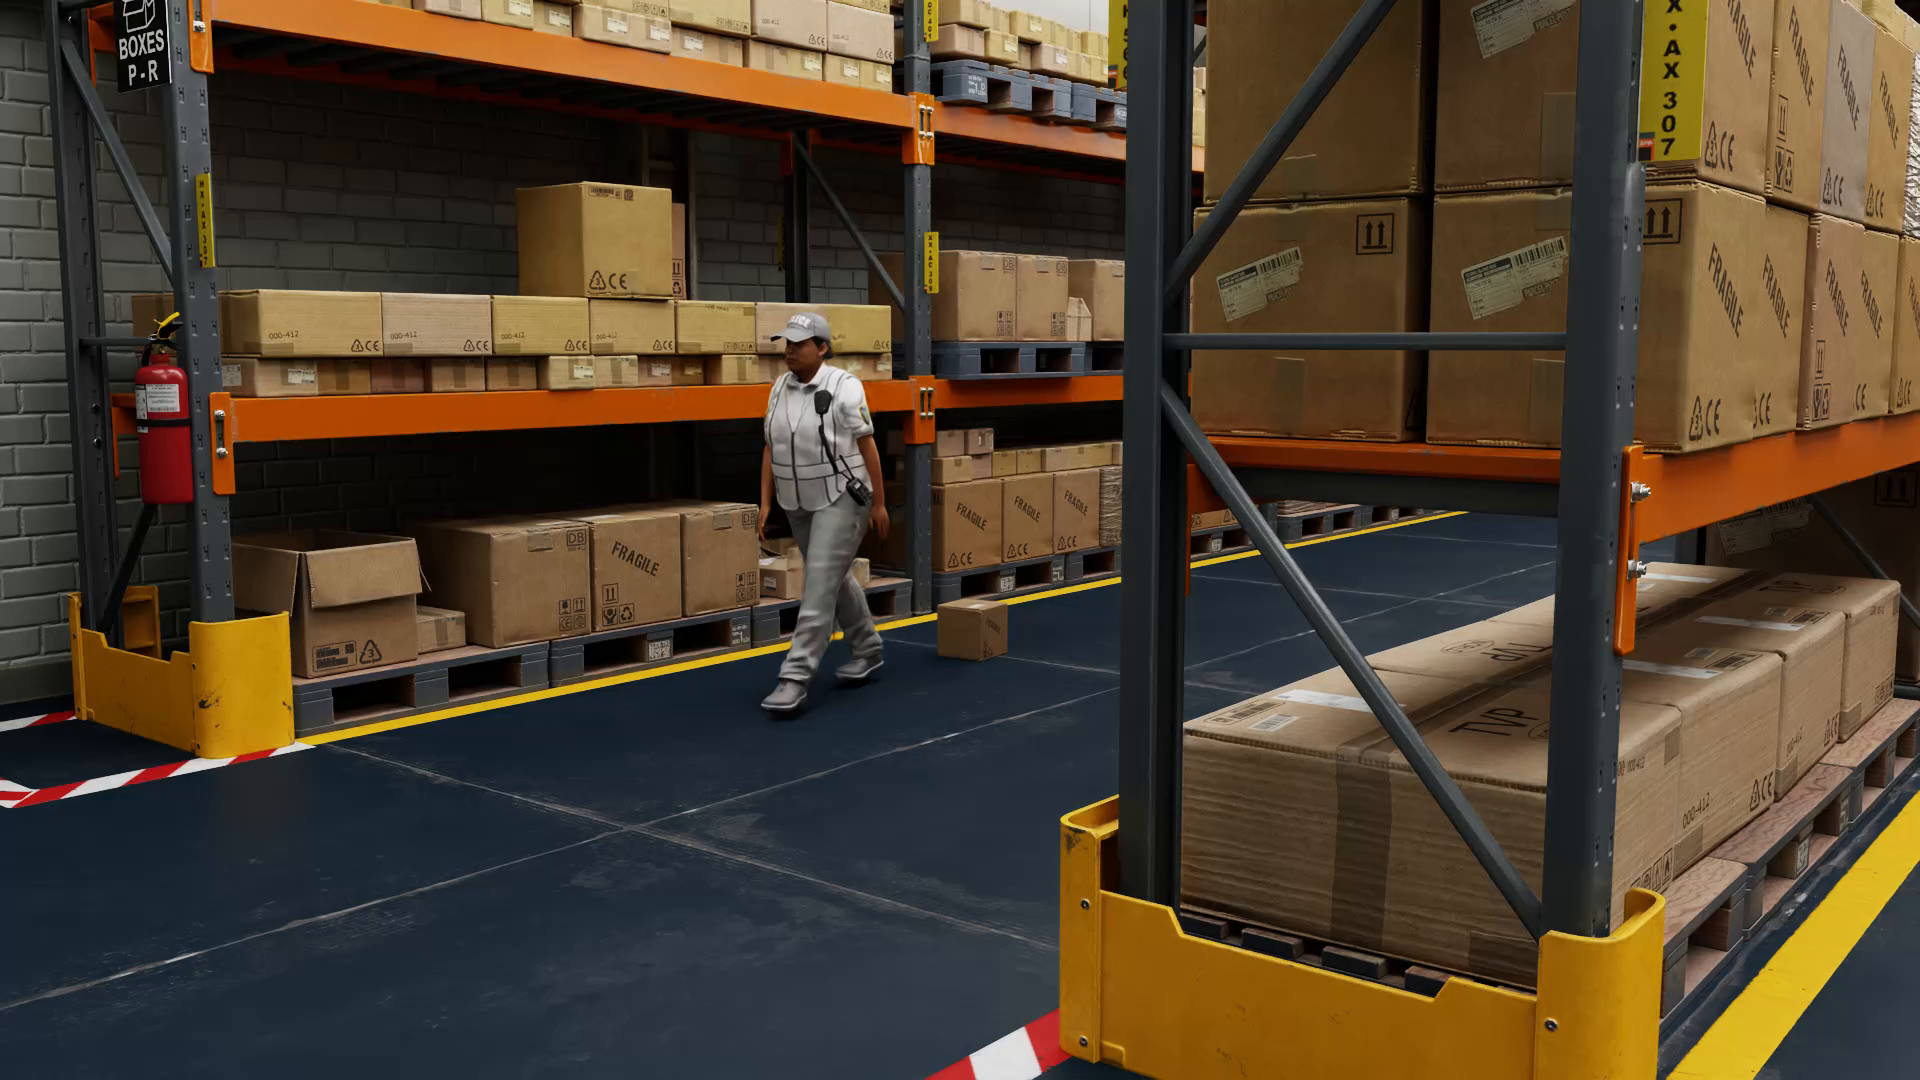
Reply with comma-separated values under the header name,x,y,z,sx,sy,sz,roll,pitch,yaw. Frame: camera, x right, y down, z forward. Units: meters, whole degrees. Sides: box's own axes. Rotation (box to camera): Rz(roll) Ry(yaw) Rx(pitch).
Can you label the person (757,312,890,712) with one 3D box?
name,x,y,z,sx,sy,sz,roll,pitch,yaw
person,-0.623,-0.156,7.011,0.506,1.598,0.963,5,8,36
